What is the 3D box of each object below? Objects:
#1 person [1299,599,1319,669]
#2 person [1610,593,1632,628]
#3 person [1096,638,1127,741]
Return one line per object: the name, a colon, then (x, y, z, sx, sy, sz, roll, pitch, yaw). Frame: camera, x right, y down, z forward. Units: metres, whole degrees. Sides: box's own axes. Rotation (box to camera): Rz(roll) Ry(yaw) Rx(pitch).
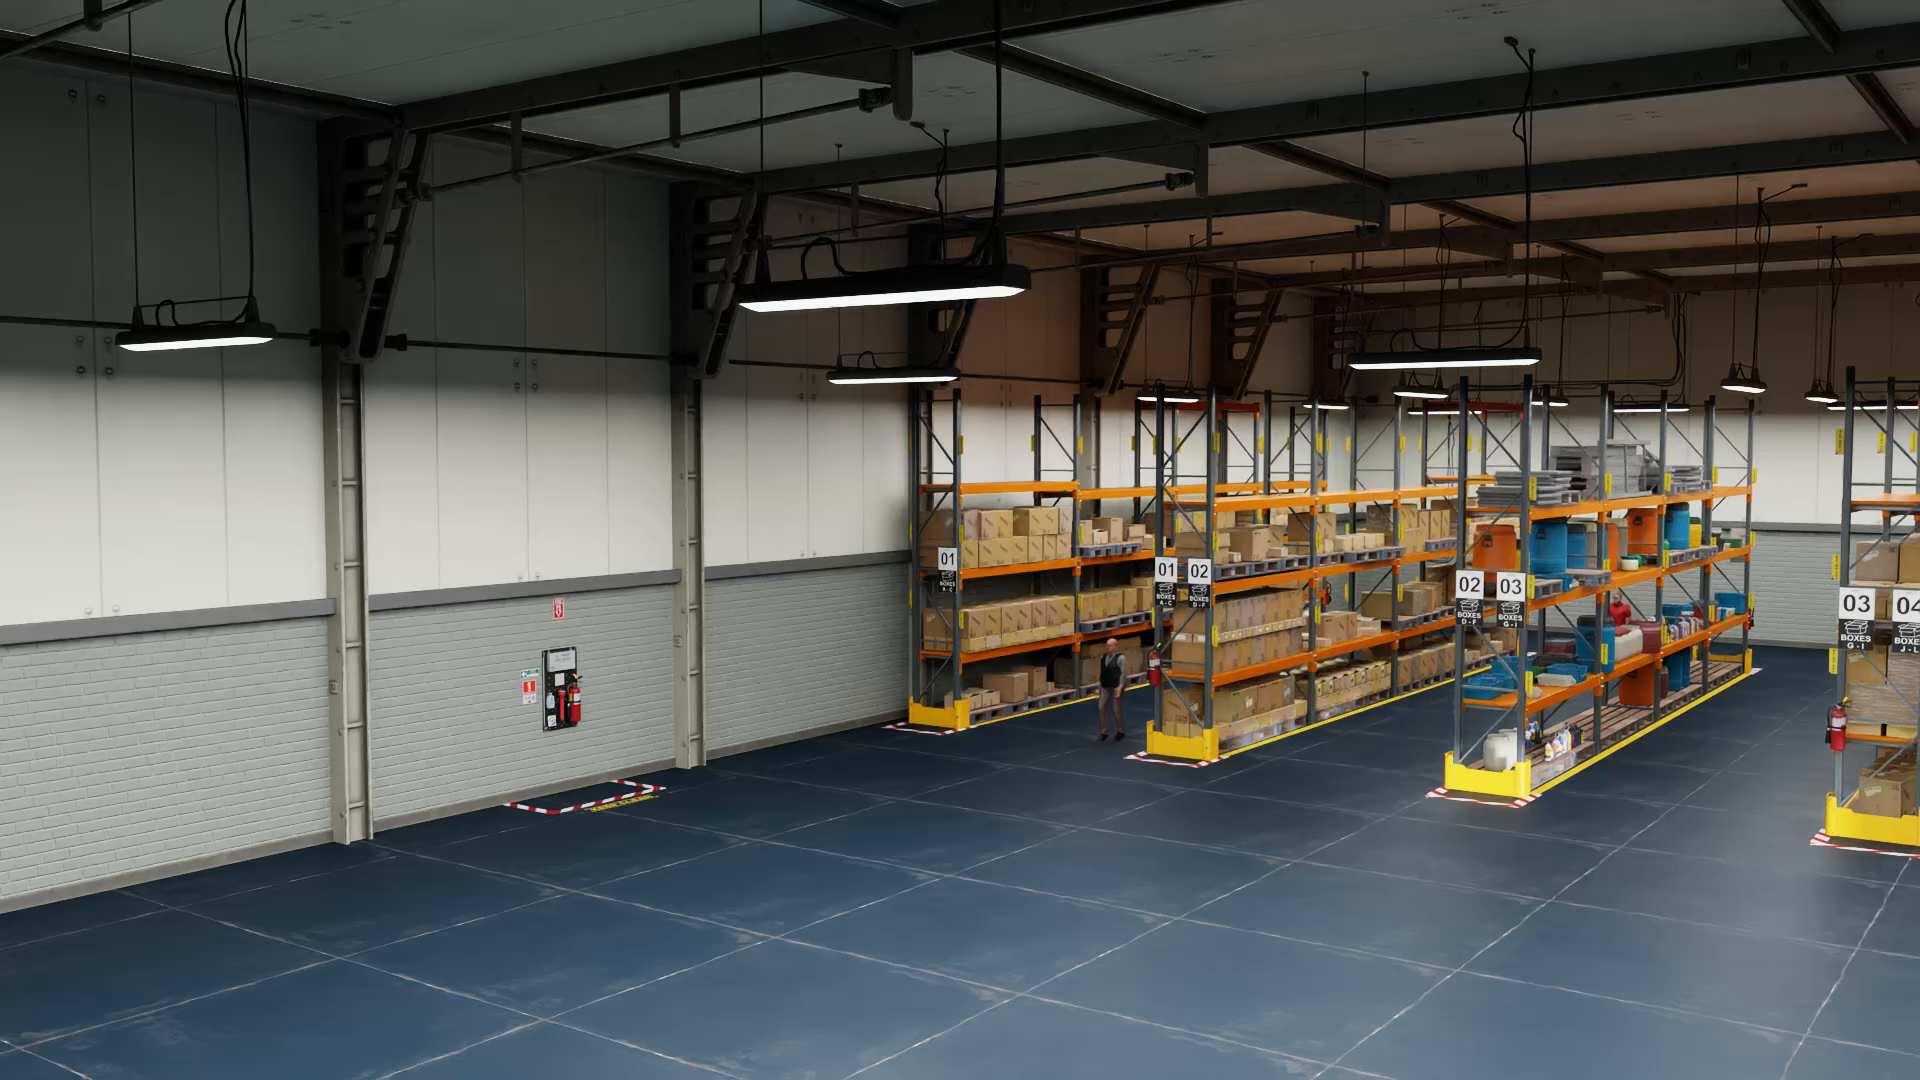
person: (7.540, 2.116, 36.031, 0.517, 1.667, 0.493, -1, 3, -19)
person: (14.744, 2.006, 37.370, 0.598, 1.641, 1.061, 3, 4, 38)
person: (2.581, 2.550, 28.244, 0.580, 1.766, 0.580, 3, 4, 40)
